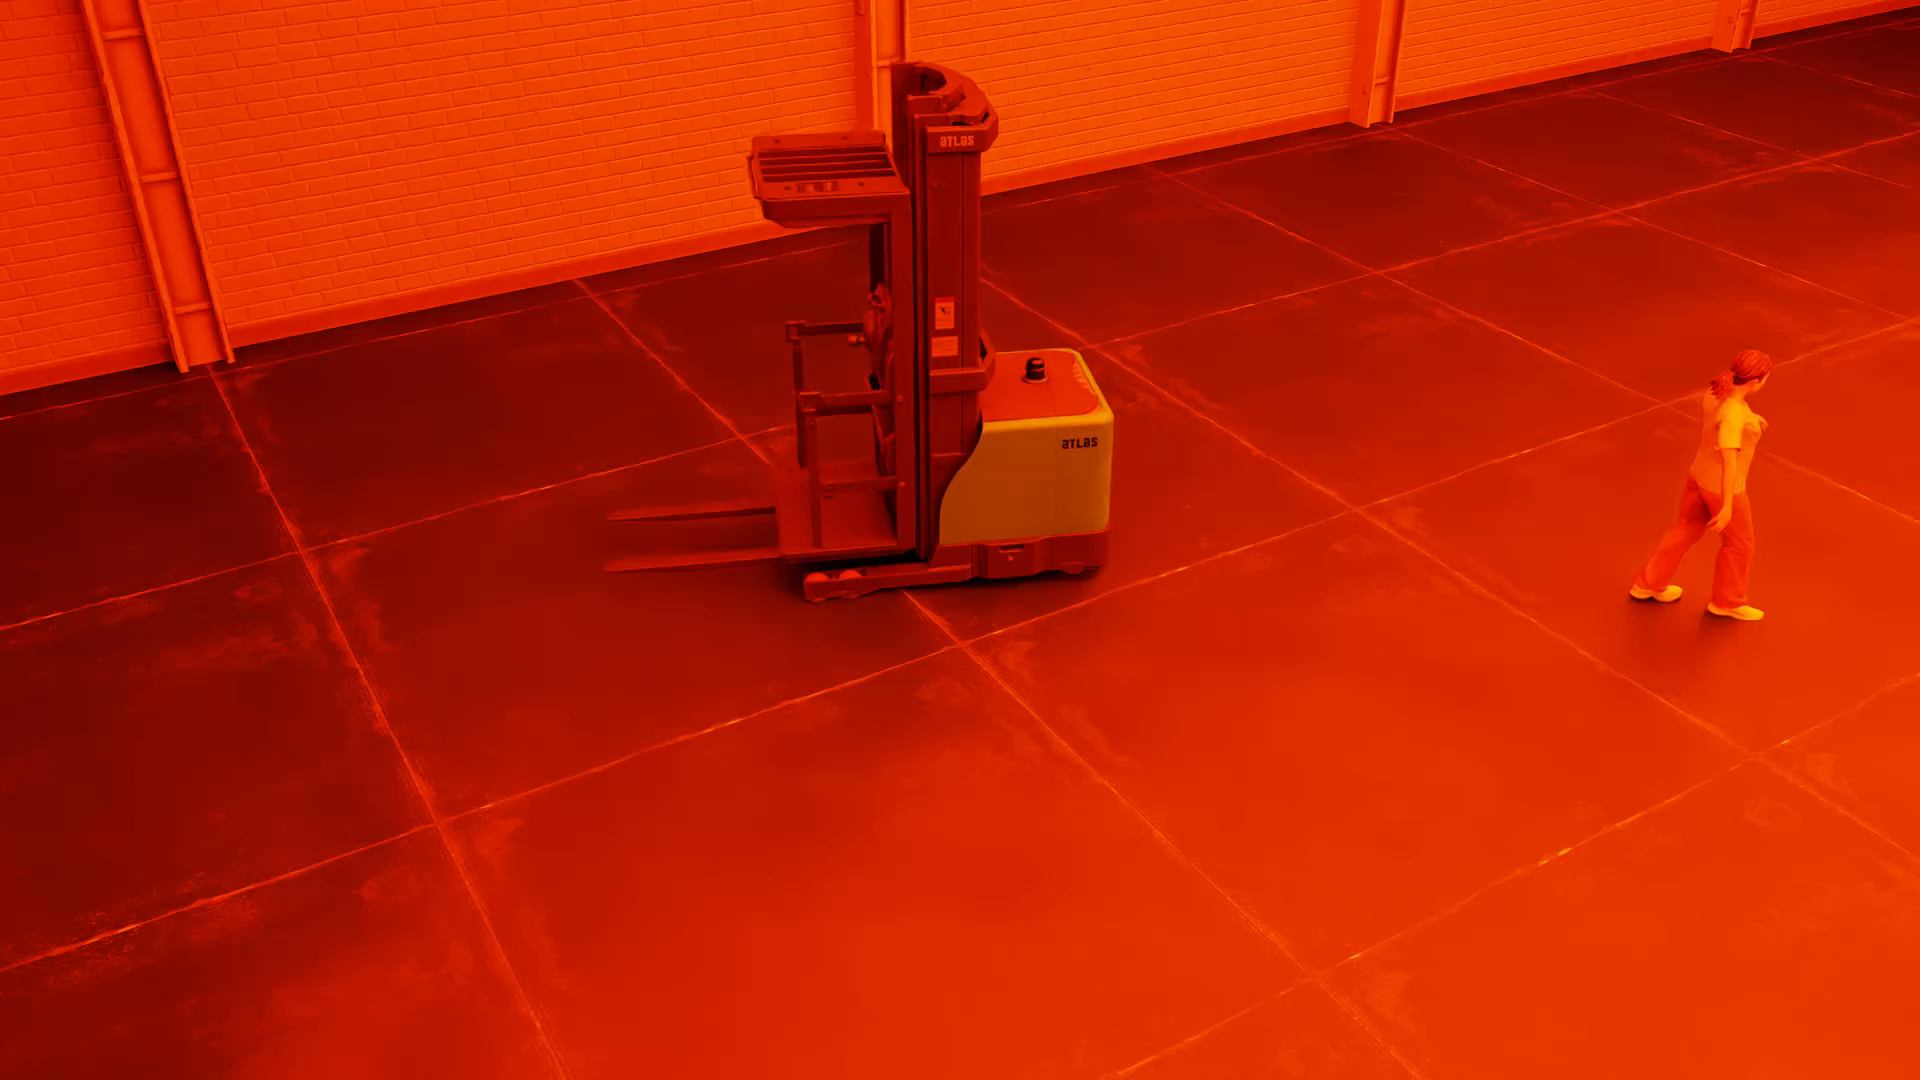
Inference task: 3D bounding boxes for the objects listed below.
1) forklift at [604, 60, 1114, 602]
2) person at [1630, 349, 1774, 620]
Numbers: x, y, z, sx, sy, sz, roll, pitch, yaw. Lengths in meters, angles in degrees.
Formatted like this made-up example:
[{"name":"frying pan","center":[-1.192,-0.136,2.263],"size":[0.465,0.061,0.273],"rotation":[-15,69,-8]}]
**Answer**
[{"name":"forklift","center":[-0.654,-1.182,9.622],"size":[3.031,2.935,1.130],"rotation":[-5,31,-8]},{"name":"person","center":[4.349,-0.301,9.413],"size":[0.718,1.655,0.876],"rotation":[0,31,1]}]
